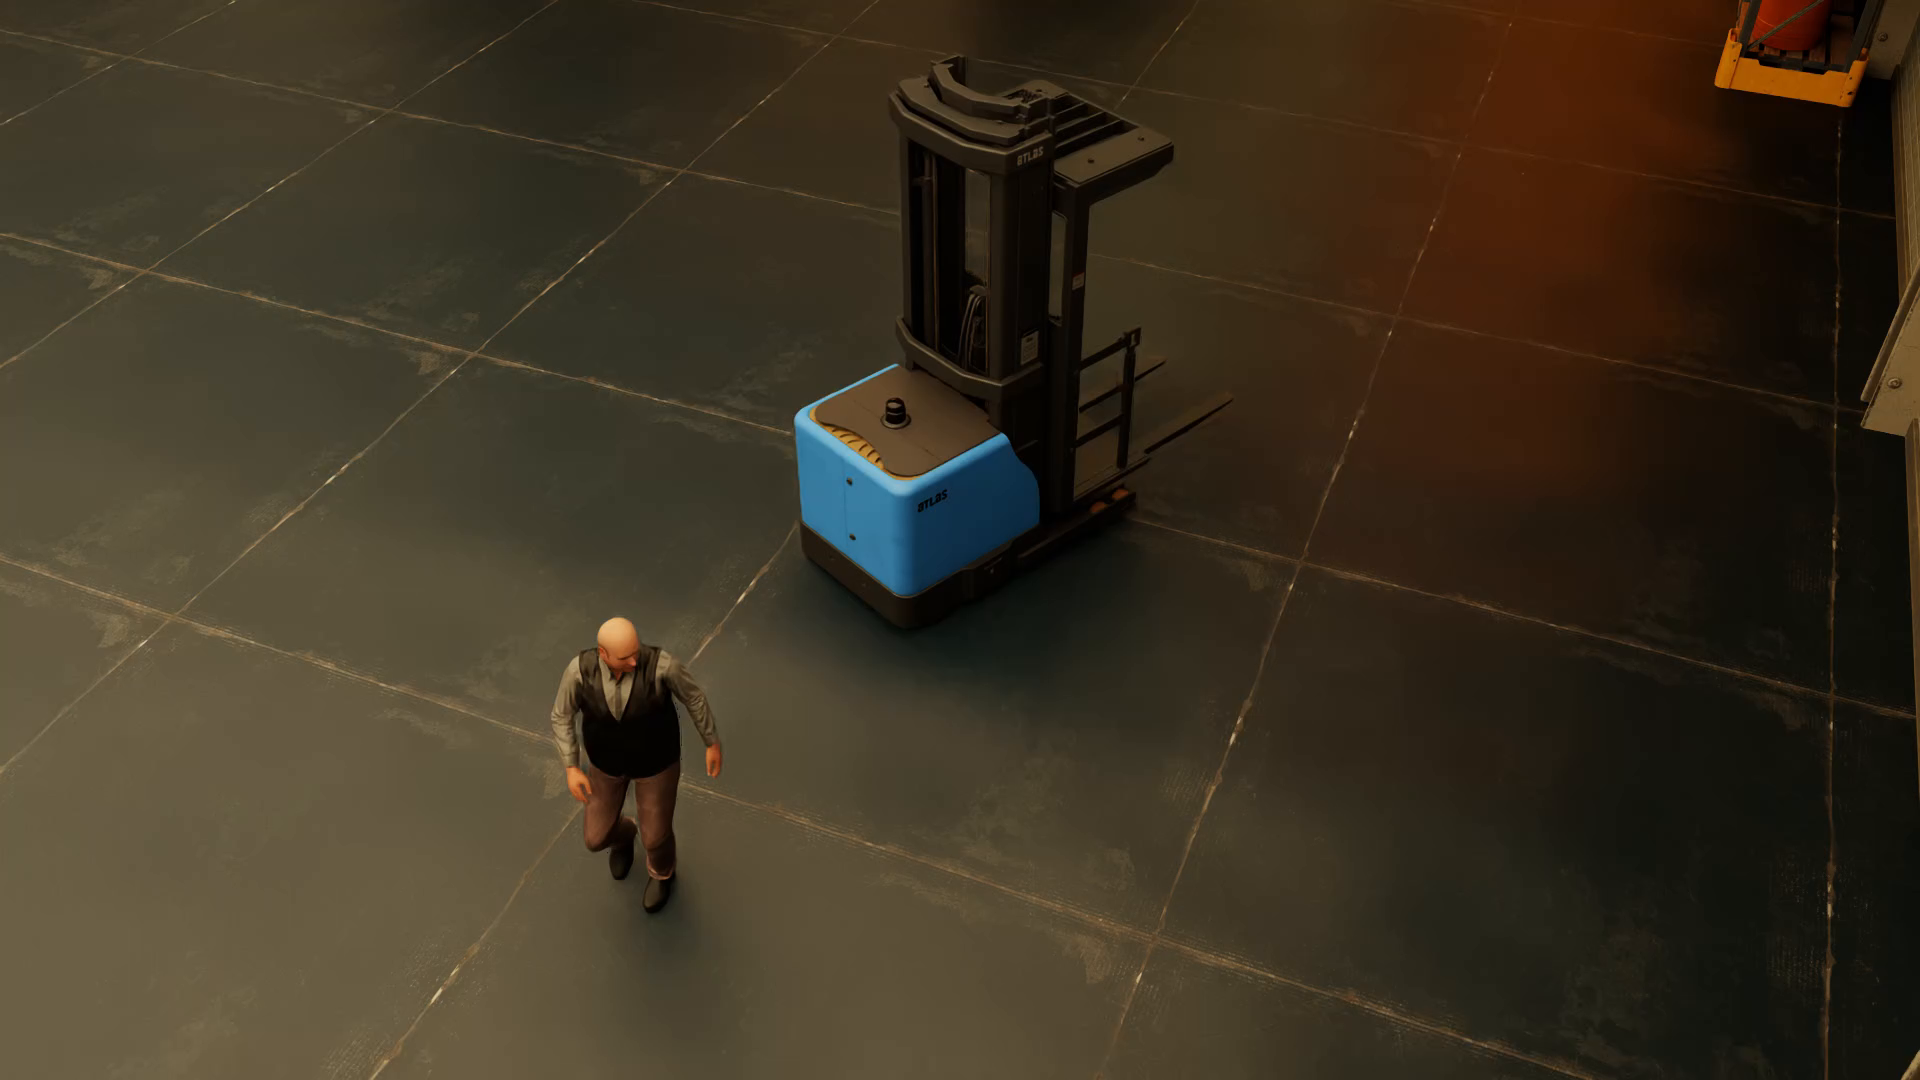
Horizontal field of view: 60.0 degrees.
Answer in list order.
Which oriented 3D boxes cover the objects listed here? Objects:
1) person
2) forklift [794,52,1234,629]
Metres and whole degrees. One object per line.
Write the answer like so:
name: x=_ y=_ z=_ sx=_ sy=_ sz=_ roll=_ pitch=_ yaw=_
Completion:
person: x=-1.482 y=1.086 z=7.773 sx=0.760 sy=1.574 sz=0.481 roll=4 pitch=40 yaw=4
forklift: x=0.472 y=-1.426 z=9.710 sx=3.031 sy=2.935 sz=1.130 roll=-30 pitch=48 yaw=-31
